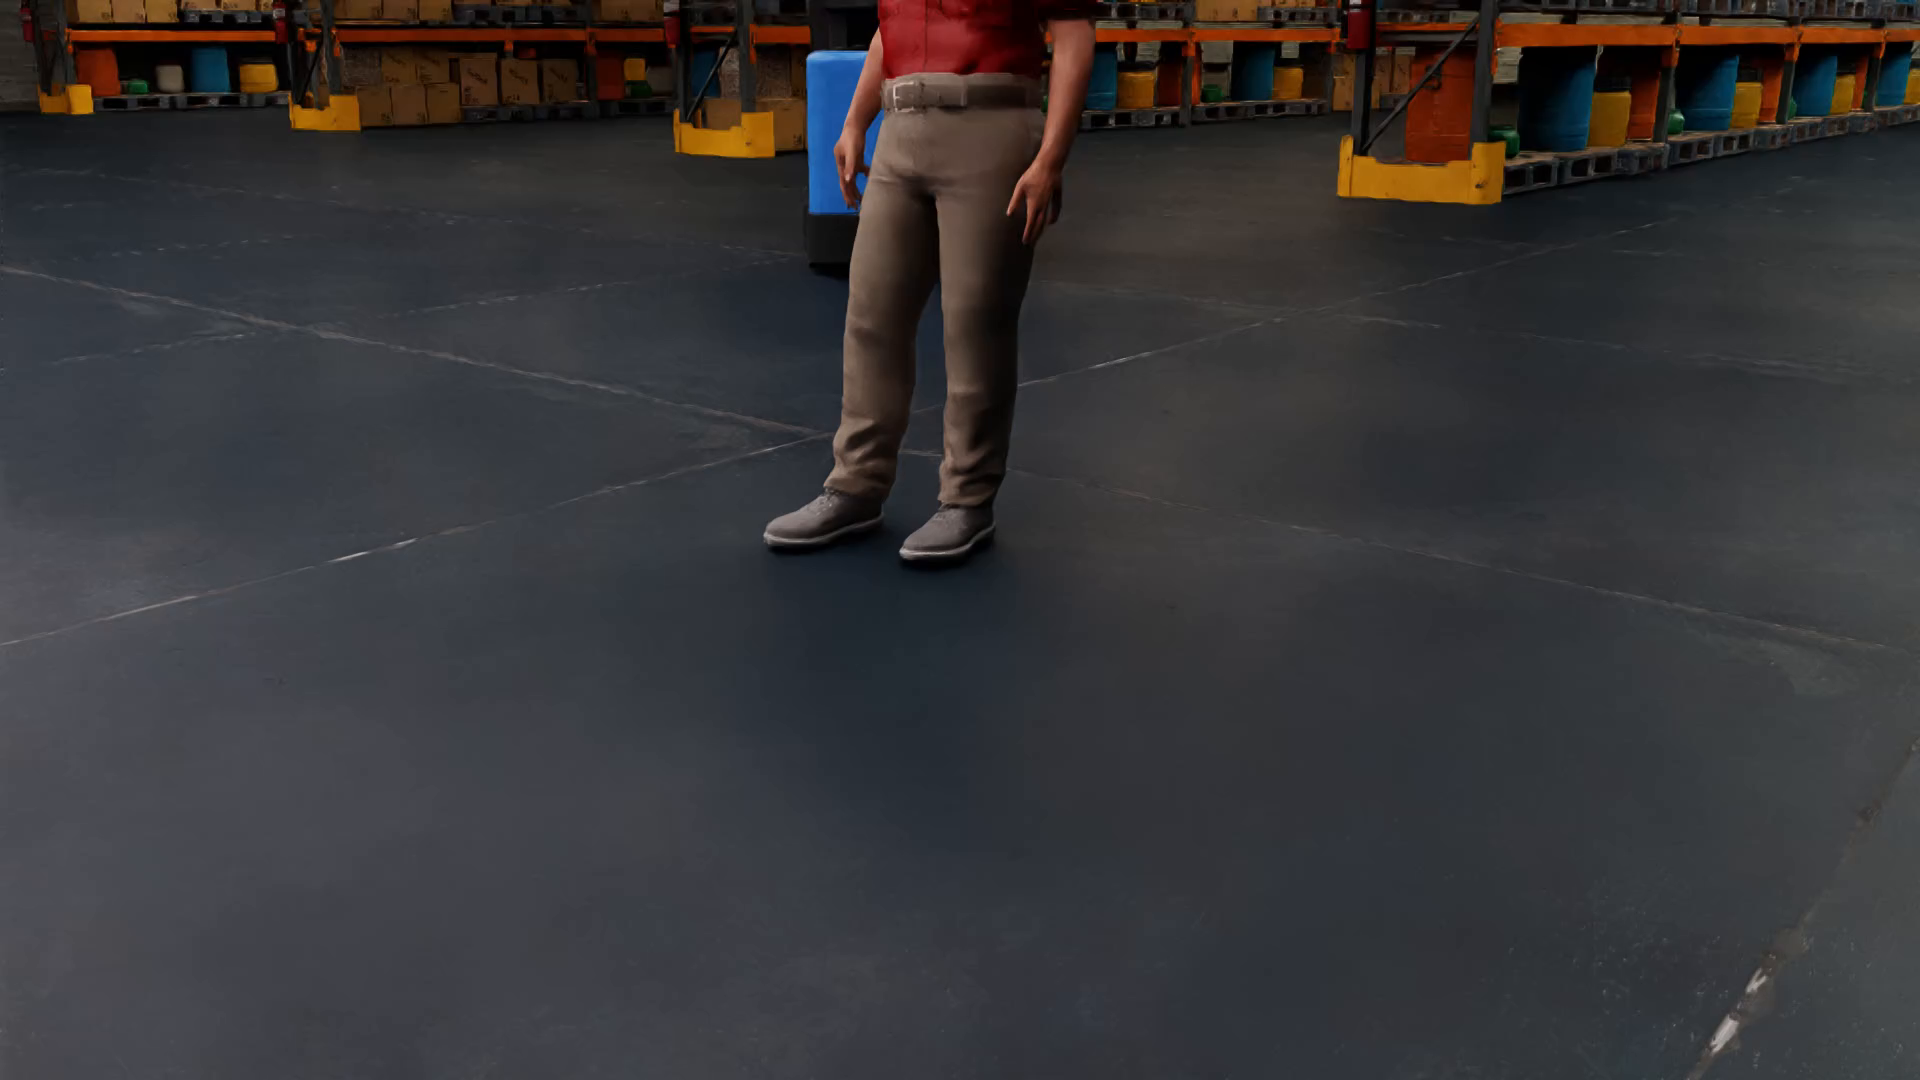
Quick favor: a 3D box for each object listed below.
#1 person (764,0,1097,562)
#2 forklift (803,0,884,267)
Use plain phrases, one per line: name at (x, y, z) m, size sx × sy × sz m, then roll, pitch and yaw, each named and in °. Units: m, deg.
person at (-0.066, -0.816, 3.630) m, size 0.640 × 1.726 × 0.550 m, roll 13°, pitch 21°, yaw 37°
forklift at (-0.283, -3.136, 9.225) m, size 1.130 × 2.935 × 3.031 m, roll -1°, pitch 17°, yaw -2°
